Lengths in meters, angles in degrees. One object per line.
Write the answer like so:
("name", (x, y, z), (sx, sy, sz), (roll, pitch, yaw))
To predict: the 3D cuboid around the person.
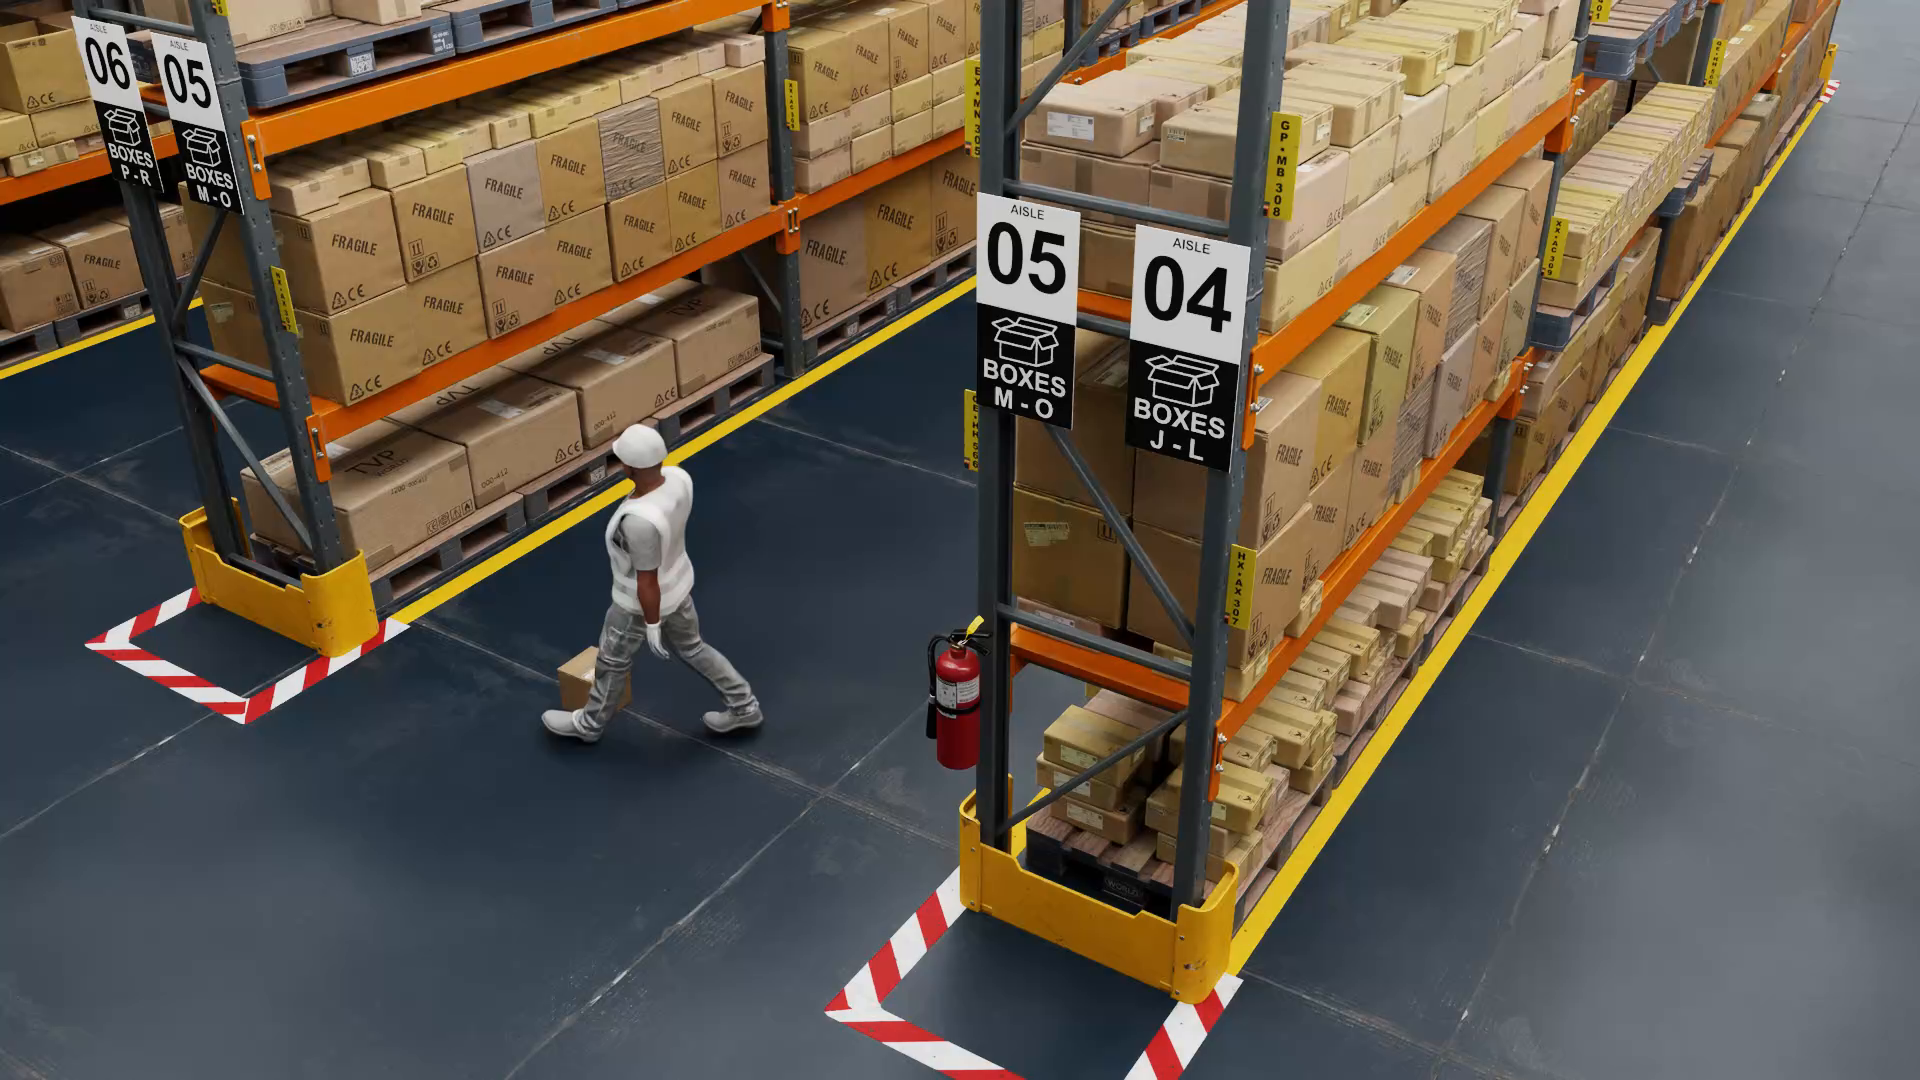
("person", (-1.520, 0.219, 7.845), (1.049, 1.734, 0.584), (9, 31, 14))
